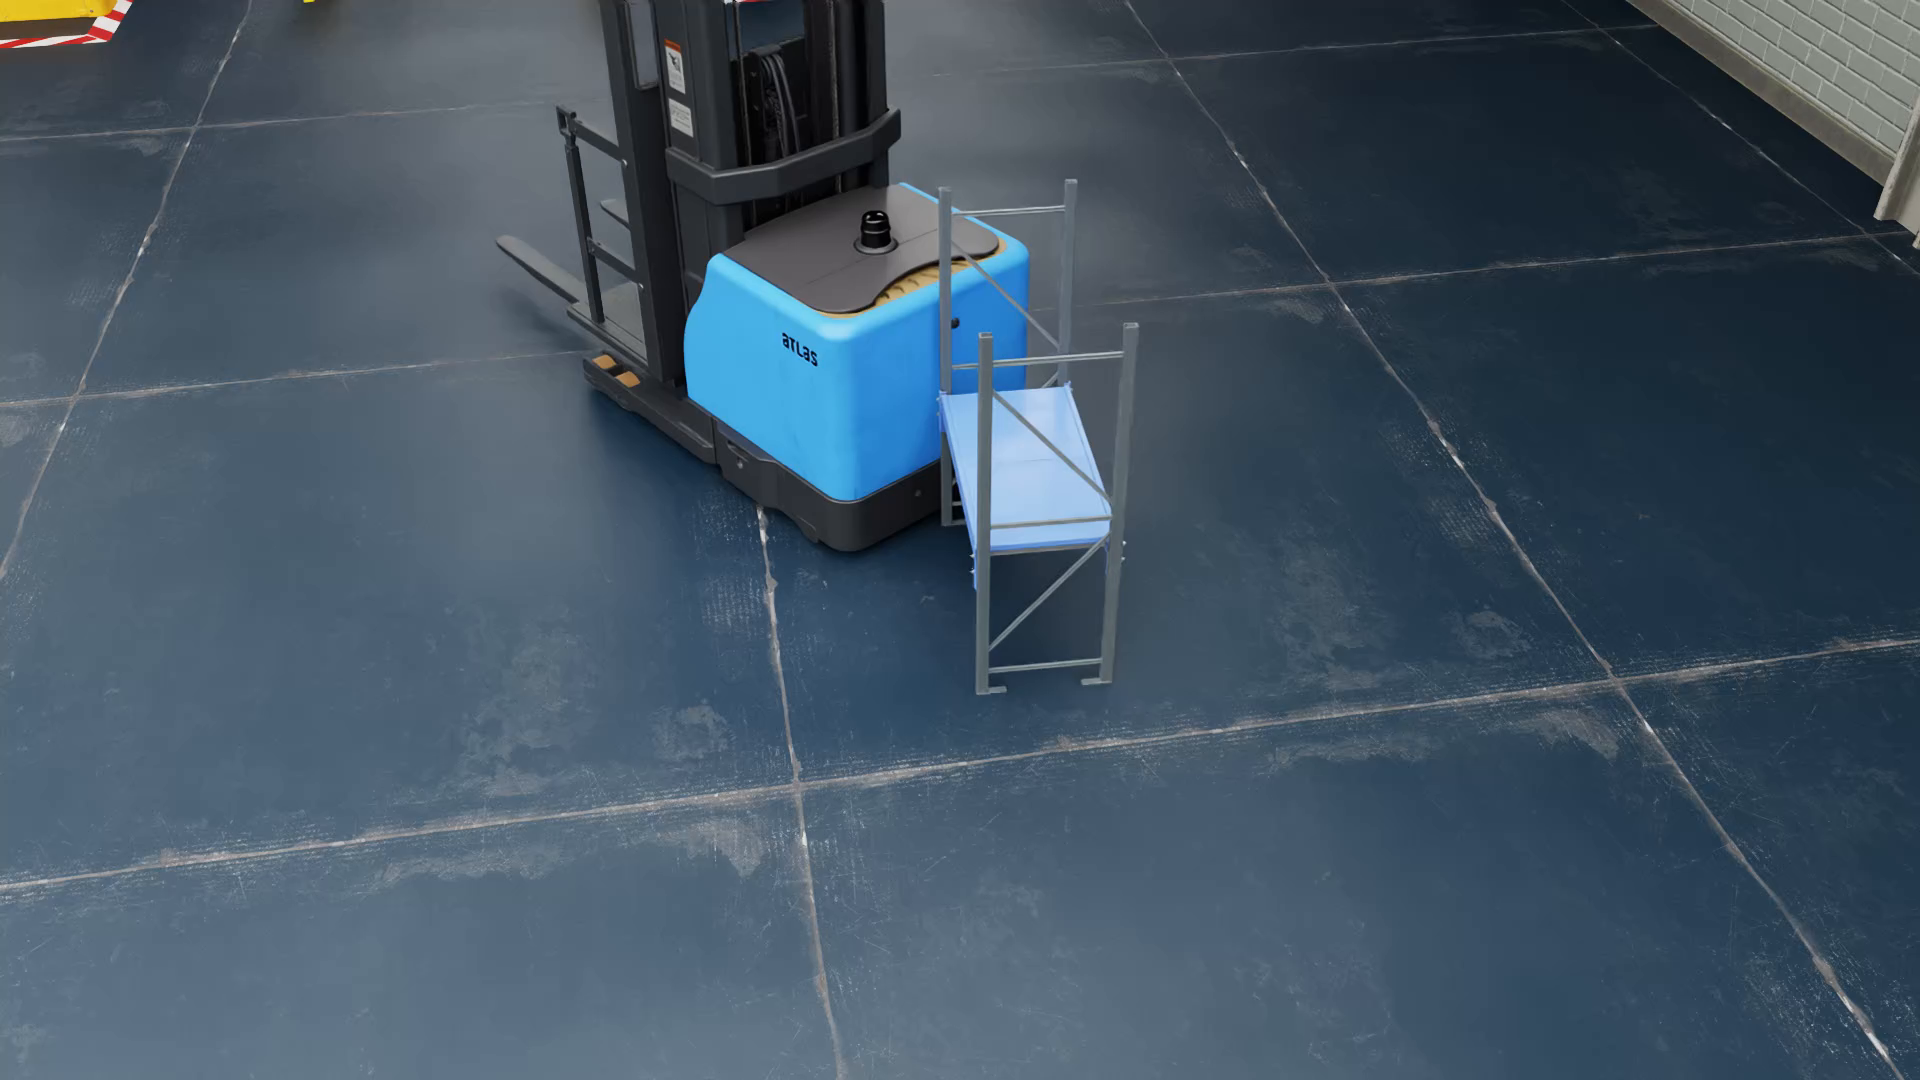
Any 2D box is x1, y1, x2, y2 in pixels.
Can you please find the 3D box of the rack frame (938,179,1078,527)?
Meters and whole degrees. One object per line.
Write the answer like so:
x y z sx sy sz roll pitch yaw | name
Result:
0.172 -0.675 6.396 0.500 1.500 0.032 -5 38 -6 | rack frame

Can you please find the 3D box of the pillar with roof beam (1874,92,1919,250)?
0.896 -4.746 5.524 9.100 9.000 0.400 -6 38 -8 | pillar with roof beam

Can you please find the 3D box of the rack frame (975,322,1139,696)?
0.306 -0.057 5.601 0.500 1.500 0.032 -5 38 -6 | rack frame

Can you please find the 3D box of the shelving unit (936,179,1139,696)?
0.239 -0.366 5.999 0.538 1.500 1.048 -5 38 -6 | shelving unit

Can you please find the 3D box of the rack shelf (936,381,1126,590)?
0.239 -0.224 6.109 0.538 0.185 1.000 -5 38 -6 | rack shelf

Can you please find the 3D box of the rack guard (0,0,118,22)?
-6.421 -3.816 11.254 1.175 0.500 0.348 -6 38 -8 | rack guard

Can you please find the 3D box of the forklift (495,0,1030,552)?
-1.069 -1.933 6.849 1.130 2.935 3.031 -29 46 -32 | forklift

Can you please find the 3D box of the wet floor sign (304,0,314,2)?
-4.471 -4.083 11.480 0.267 0.644 0.232 -13 40 -16 | wet floor sign
